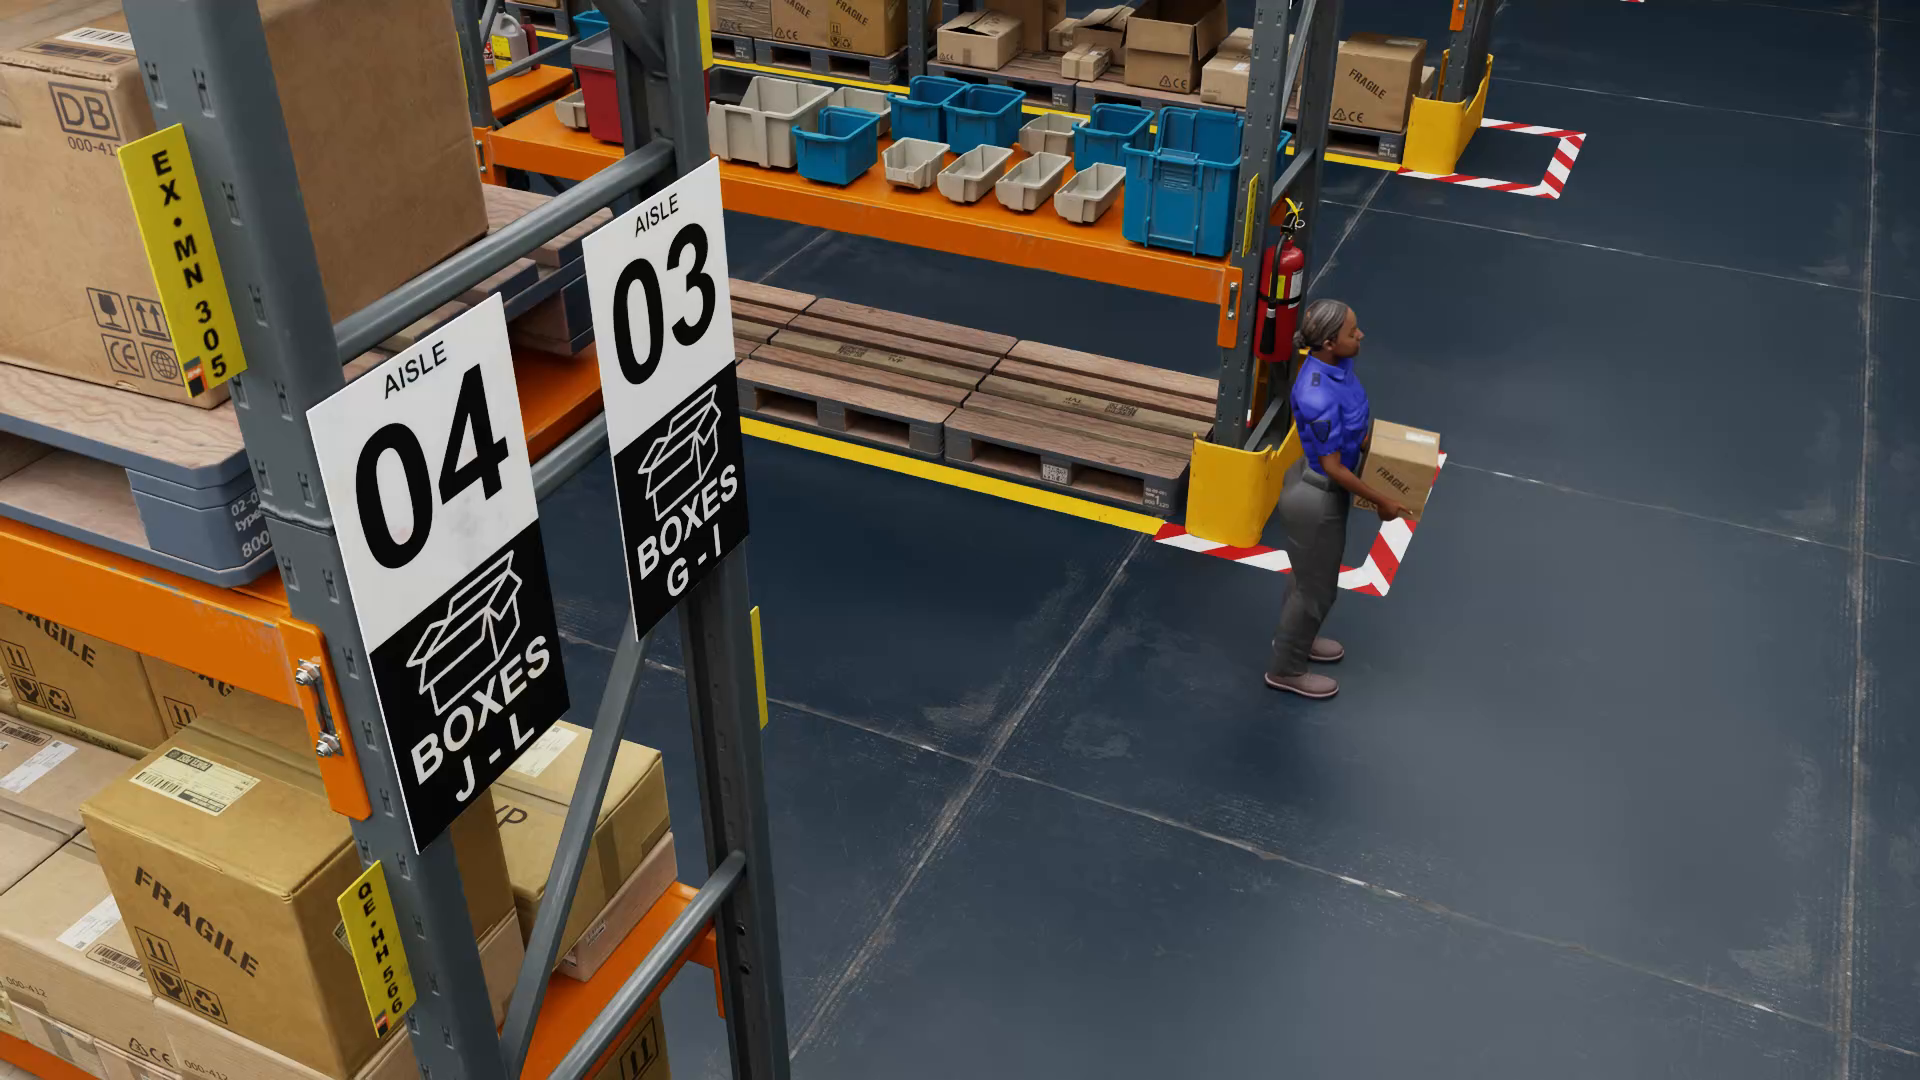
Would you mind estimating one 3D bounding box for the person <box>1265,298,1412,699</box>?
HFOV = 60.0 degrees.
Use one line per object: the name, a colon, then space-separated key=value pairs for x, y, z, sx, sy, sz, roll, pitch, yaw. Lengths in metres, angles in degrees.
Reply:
person: x=1.461 y=-0.145 z=6.371 sx=0.523 sy=1.646 sz=0.450 roll=9 pitch=35 yaw=13
